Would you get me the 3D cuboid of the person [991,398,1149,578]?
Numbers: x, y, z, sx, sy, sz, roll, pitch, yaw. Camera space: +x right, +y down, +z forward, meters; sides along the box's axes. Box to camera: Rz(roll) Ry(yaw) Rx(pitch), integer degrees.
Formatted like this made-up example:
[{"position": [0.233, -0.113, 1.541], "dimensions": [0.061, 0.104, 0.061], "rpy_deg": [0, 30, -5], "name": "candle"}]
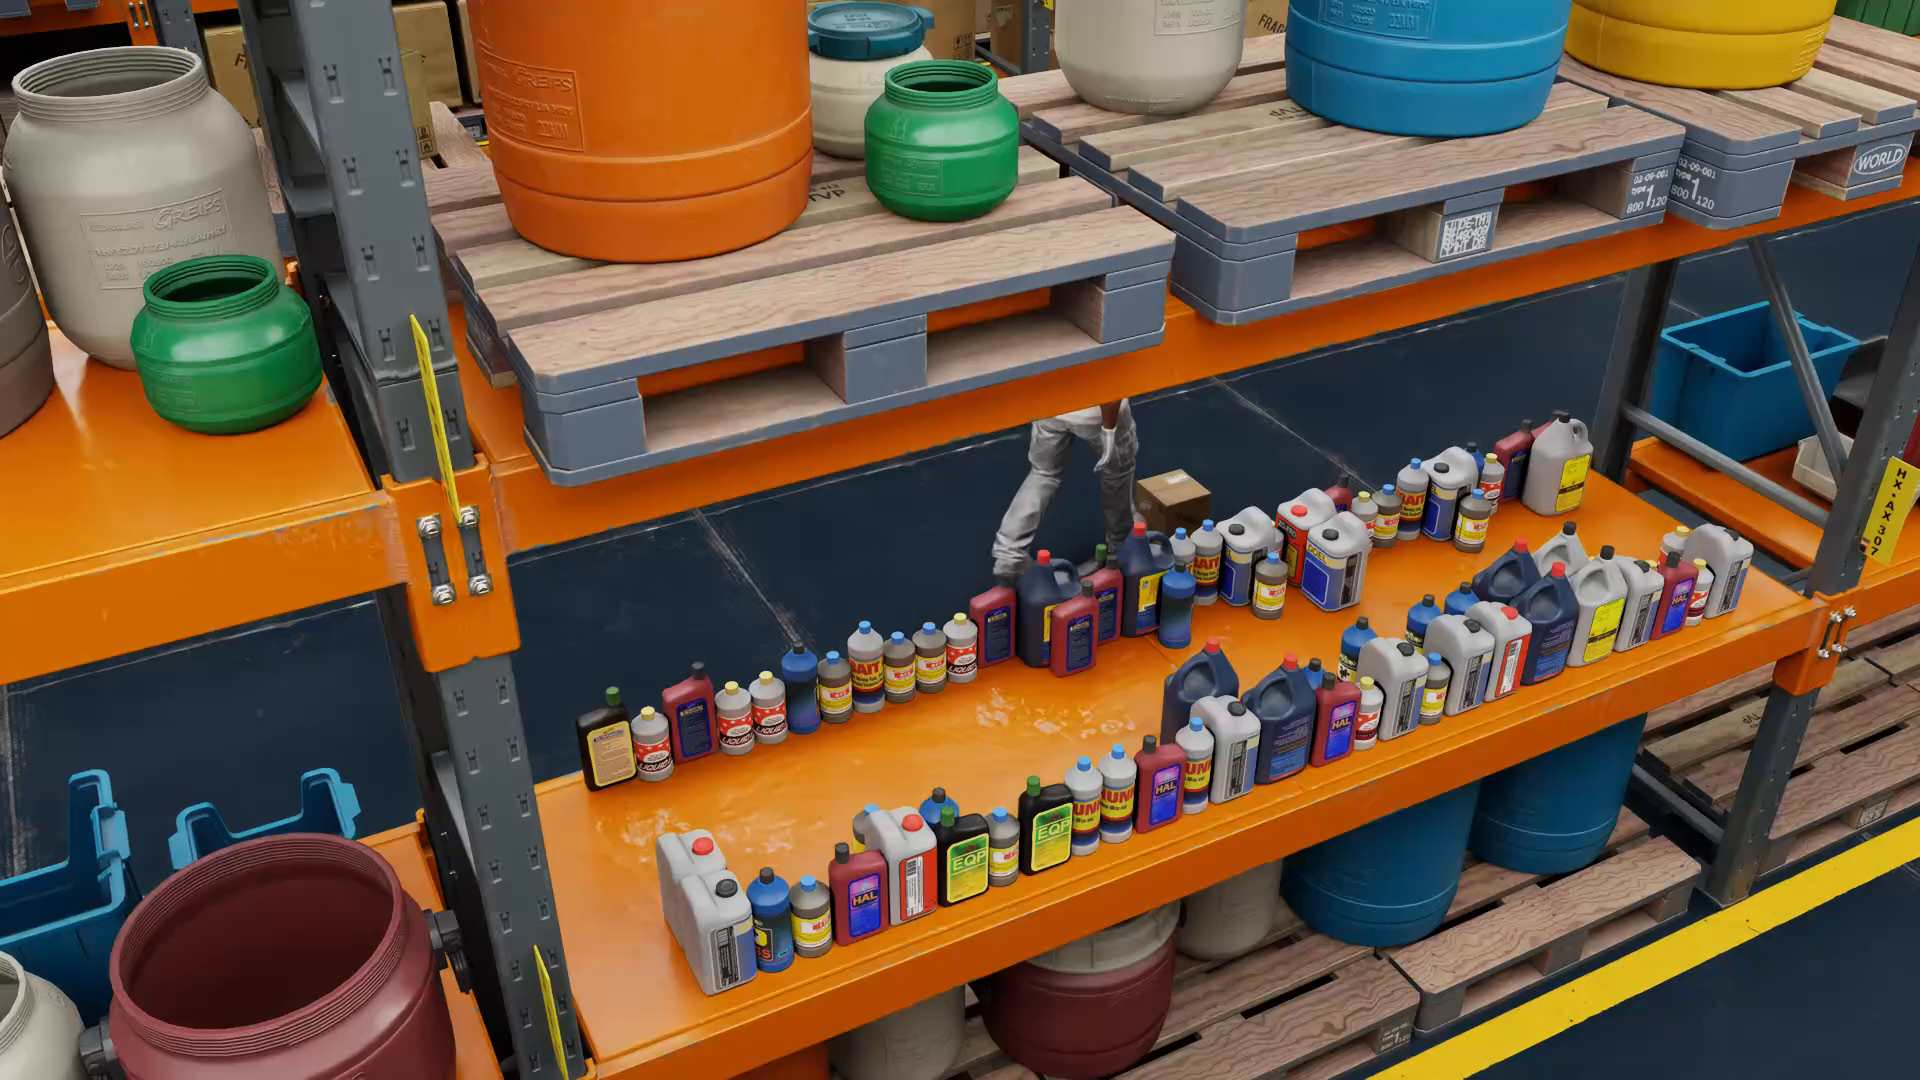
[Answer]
[{"position": [0.506, -0.598, 7.080], "dimensions": [0.558, 1.756, 0.985], "rpy_deg": [20, 38, 28], "name": "person"}]
